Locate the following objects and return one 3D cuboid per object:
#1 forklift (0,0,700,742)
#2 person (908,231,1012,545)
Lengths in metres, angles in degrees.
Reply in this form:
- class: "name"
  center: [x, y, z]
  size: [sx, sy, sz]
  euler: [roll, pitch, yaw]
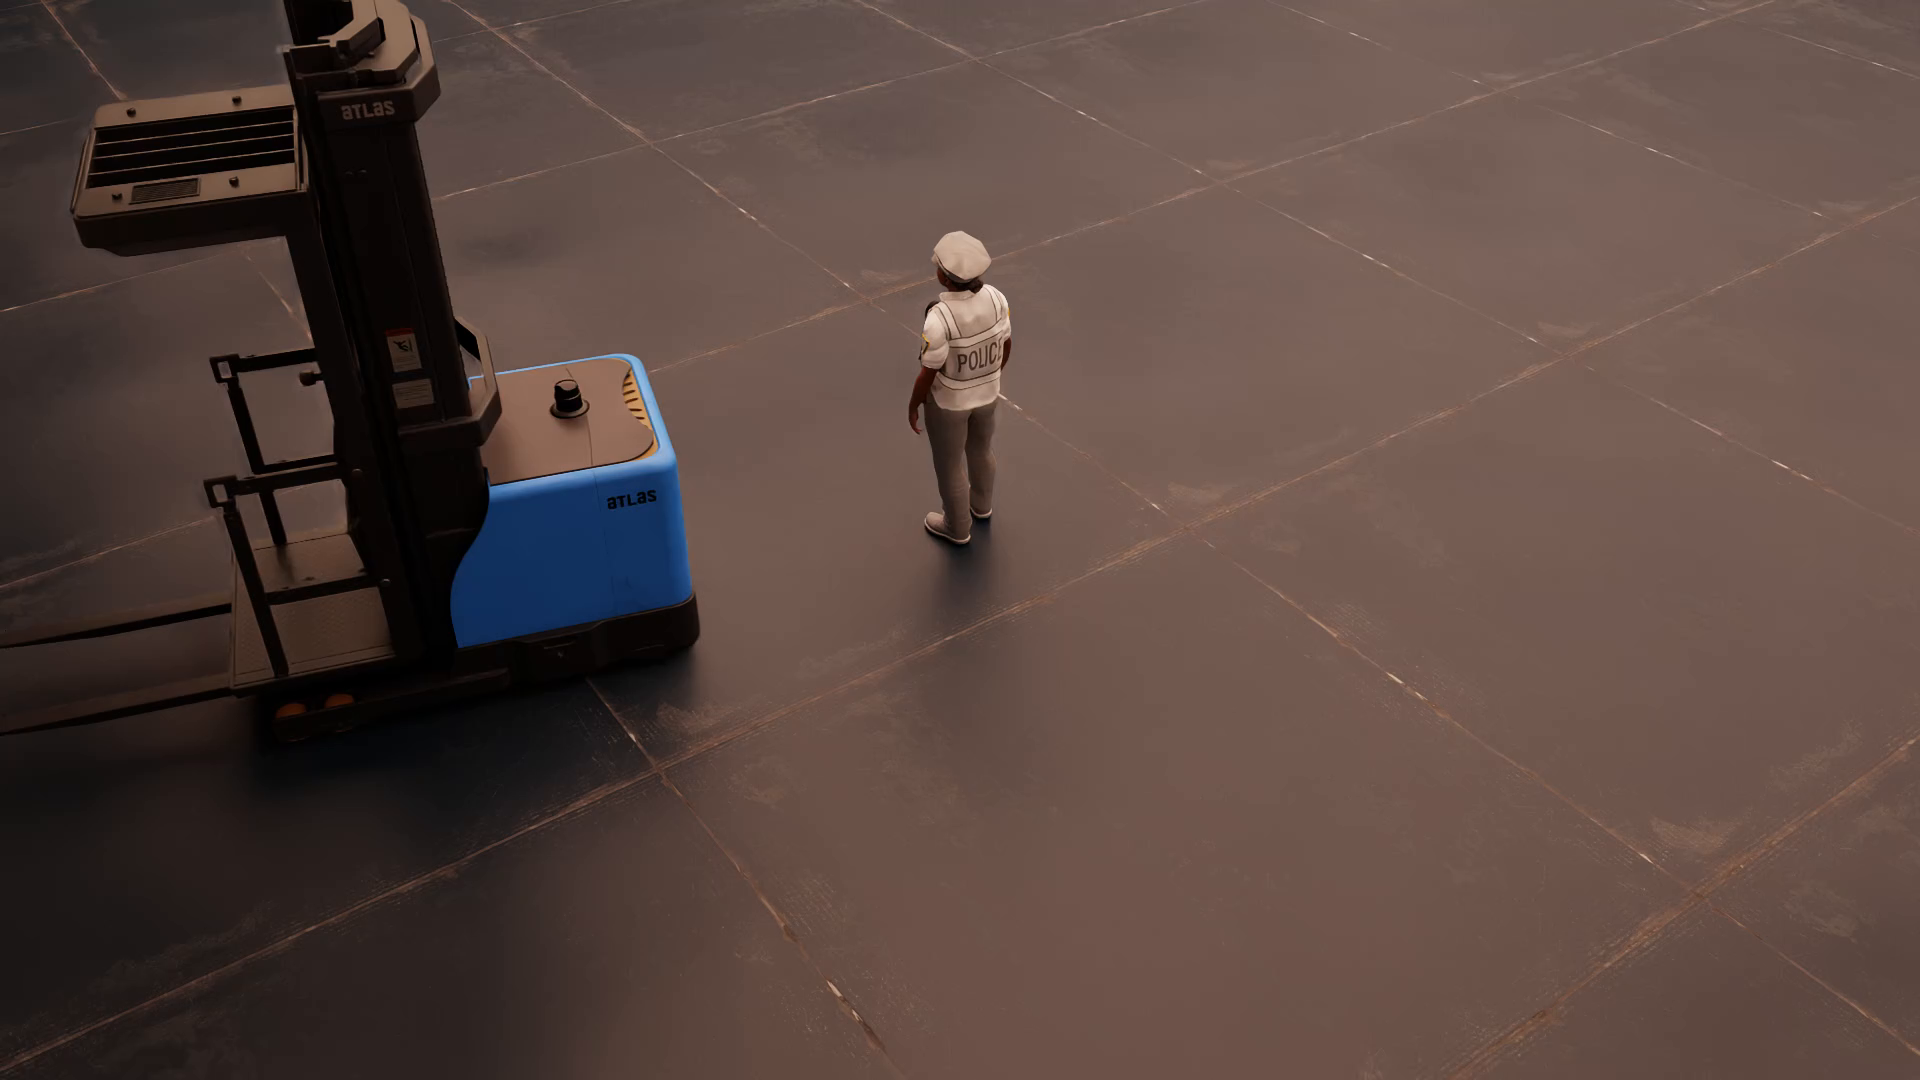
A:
- class: "forklift"
  center: [-2.780, -0.658, 6.834]
  size: [3.031, 2.935, 1.130]
  euler: [-11, 38, -15]
- class: "person"
  center: [-0.027, -0.730, 7.960]
  size: [0.570, 1.695, 0.530]
  euler: [-23, 42, -28]
